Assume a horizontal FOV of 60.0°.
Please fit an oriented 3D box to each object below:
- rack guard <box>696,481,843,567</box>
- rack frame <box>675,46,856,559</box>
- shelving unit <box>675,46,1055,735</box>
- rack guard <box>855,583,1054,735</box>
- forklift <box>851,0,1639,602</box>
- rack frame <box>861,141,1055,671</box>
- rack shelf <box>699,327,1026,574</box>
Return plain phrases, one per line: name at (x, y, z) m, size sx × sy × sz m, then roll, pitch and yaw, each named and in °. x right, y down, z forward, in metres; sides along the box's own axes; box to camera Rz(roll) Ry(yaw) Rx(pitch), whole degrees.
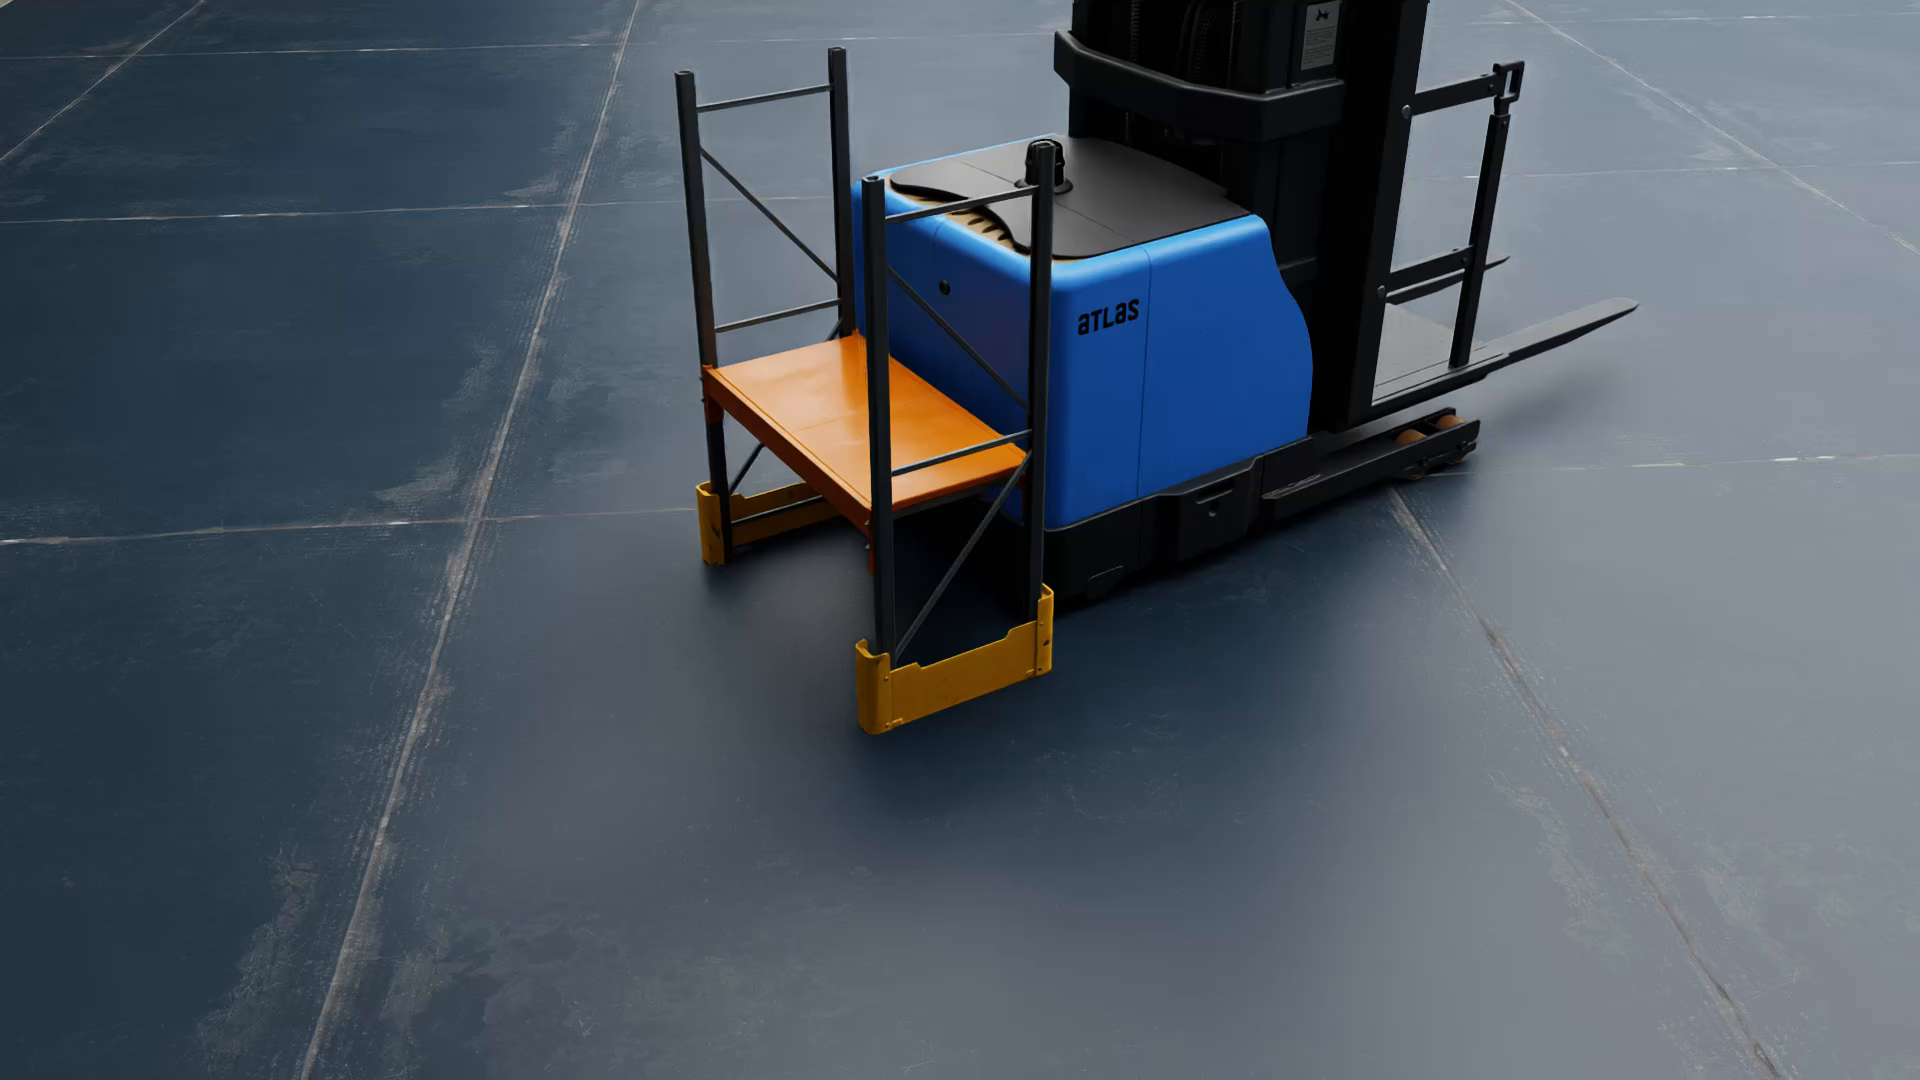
rack guard at (-0.535, -0.119, 5.205) m, size 0.587 × 0.250 × 0.087 m, roll -18°, pitch 35°, yaw -27°
rack frame at (-0.535, -0.656, 4.885) m, size 0.500 × 1.500 × 0.032 m, roll -18°, pitch 35°, yaw -27°
shelving unit at (-0.271, -0.438, 4.521) m, size 0.587 × 1.500 × 1.083 m, roll -18°, pitch 35°, yaw -27°
rack guard at (-0.008, 0.315, 4.479) m, size 0.587 × 0.250 × 0.087 m, roll -18°, pitch 35°, yaw -27°
forklift at (1.156, -1.661, 5.173) m, size 3.031 × 2.935 × 1.130 m, roll -20°, pitch 36°, yaw -30°
rack frame at (0.002, -0.213, 4.144) m, size 0.500 × 1.500 × 0.032 m, roll -18°, pitch 35°, yaw -27°
rack shelf at (-0.267, -0.280, 4.607) m, size 0.538 × 0.185 × 1.000 m, roll -18°, pitch 35°, yaw -27°
